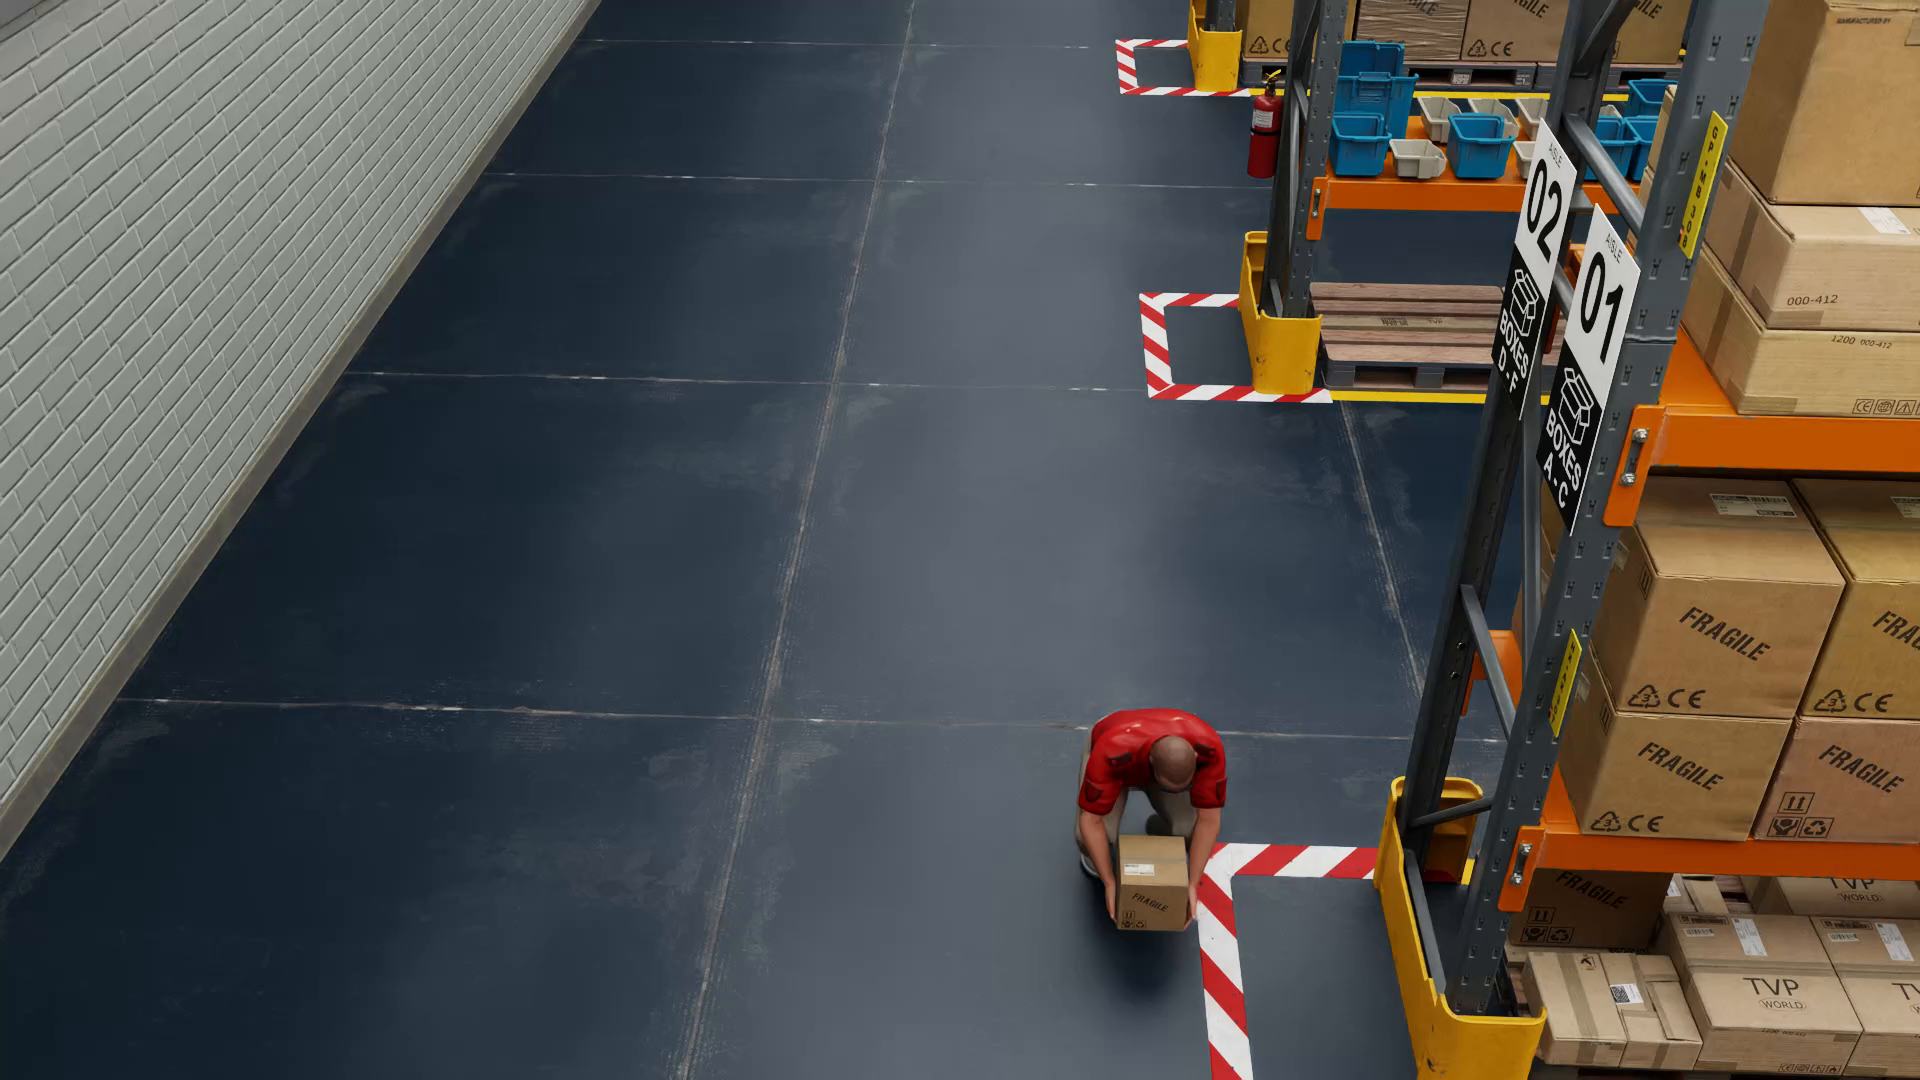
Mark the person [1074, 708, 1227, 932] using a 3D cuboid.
[{"bbox_3d":[0.725,0.946,6.418,0.563,0.920,0.861,0,35,1],"label":"person"}]
